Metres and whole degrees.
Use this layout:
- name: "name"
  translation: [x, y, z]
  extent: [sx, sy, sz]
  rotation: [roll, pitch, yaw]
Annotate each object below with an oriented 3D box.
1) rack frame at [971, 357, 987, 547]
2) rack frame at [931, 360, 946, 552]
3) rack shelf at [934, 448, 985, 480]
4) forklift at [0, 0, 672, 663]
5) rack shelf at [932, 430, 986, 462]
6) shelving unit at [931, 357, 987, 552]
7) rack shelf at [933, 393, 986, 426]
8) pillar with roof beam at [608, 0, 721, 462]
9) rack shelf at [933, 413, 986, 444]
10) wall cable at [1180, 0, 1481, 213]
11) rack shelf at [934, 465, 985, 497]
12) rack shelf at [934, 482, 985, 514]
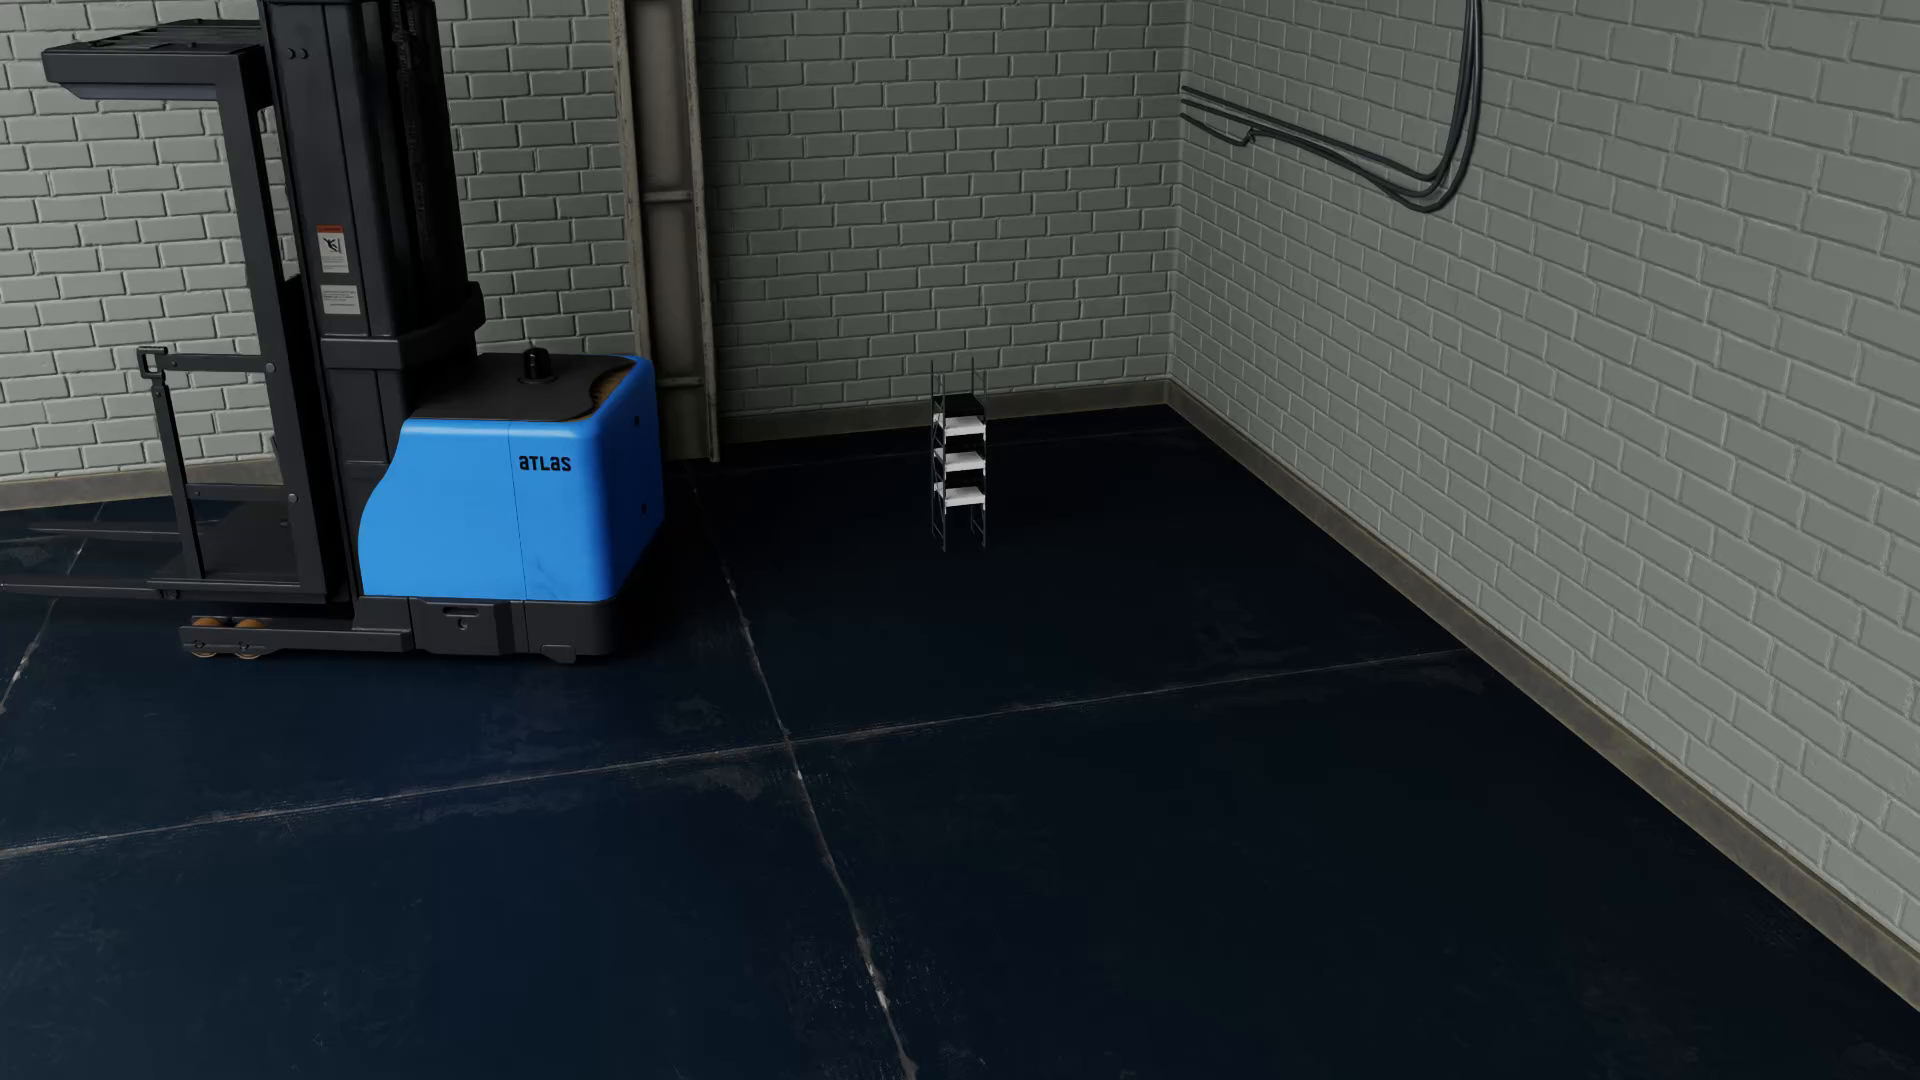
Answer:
- name: "rack frame"
  translation: [0.090, -0.424, 8.096]
  extent: [0.006, 0.900, 0.240]
  rotation: [-6, 24, -14]
- name: "rack frame"
  translation: [-0.106, -0.402, 8.045]
  extent: [0.006, 0.900, 0.240]
  rotation: [-6, 24, -14]
- name: "rack shelf"
  translation: [-0.008, -0.382, 8.084]
  extent: [0.200, 0.077, 0.258]
  rotation: [-6, 24, -14]
- name: "forklift"
  translation: [-2.896, -1.045, 6.970]
  extent: [3.031, 2.935, 1.130]
  rotation: [2, 23, 4]
- name: "rack shelf"
  translation: [-0.008, -0.465, 8.048]
  extent: [0.200, 0.077, 0.258]
  rotation: [-6, 24, -14]
- name: "shelving unit"
  translation: [-0.008, -0.413, 8.071]
  extent: [0.210, 0.900, 0.258]
  rotation: [-6, 24, -14]
- name: "rack shelf"
  translation: [-0.008, -0.630, 7.977]
  extent: [0.200, 0.077, 0.258]
  rotation: [-6, 24, -14]
- name: "pillar with roof beam"
  translation: [-0.400, -2.977, 3.775]
  extent: [0.400, 9.000, 9.100]
  rotation: [-6, 24, -14]
- name: "rack shelf"
  translation: [-0.008, -0.547, 8.013]
  extent: [0.200, 0.077, 0.258]
  rotation: [-6, 24, -14]
- name: "wall cable"
  translation: [1.631, -2.996, 7.758]
  extent: [0.112, 2.526, 3.097]
  rotation: [-6, 24, -14]
- name: "rack shelf"
  translation: [-0.008, -0.299, 8.119]
  extent: [0.200, 0.077, 0.258]
  rotation: [-6, 24, -14]
- name: "rack shelf"
  translation: [-0.008, -0.217, 8.155]
  extent: [0.200, 0.077, 0.258]
  rotation: [-6, 24, -14]
